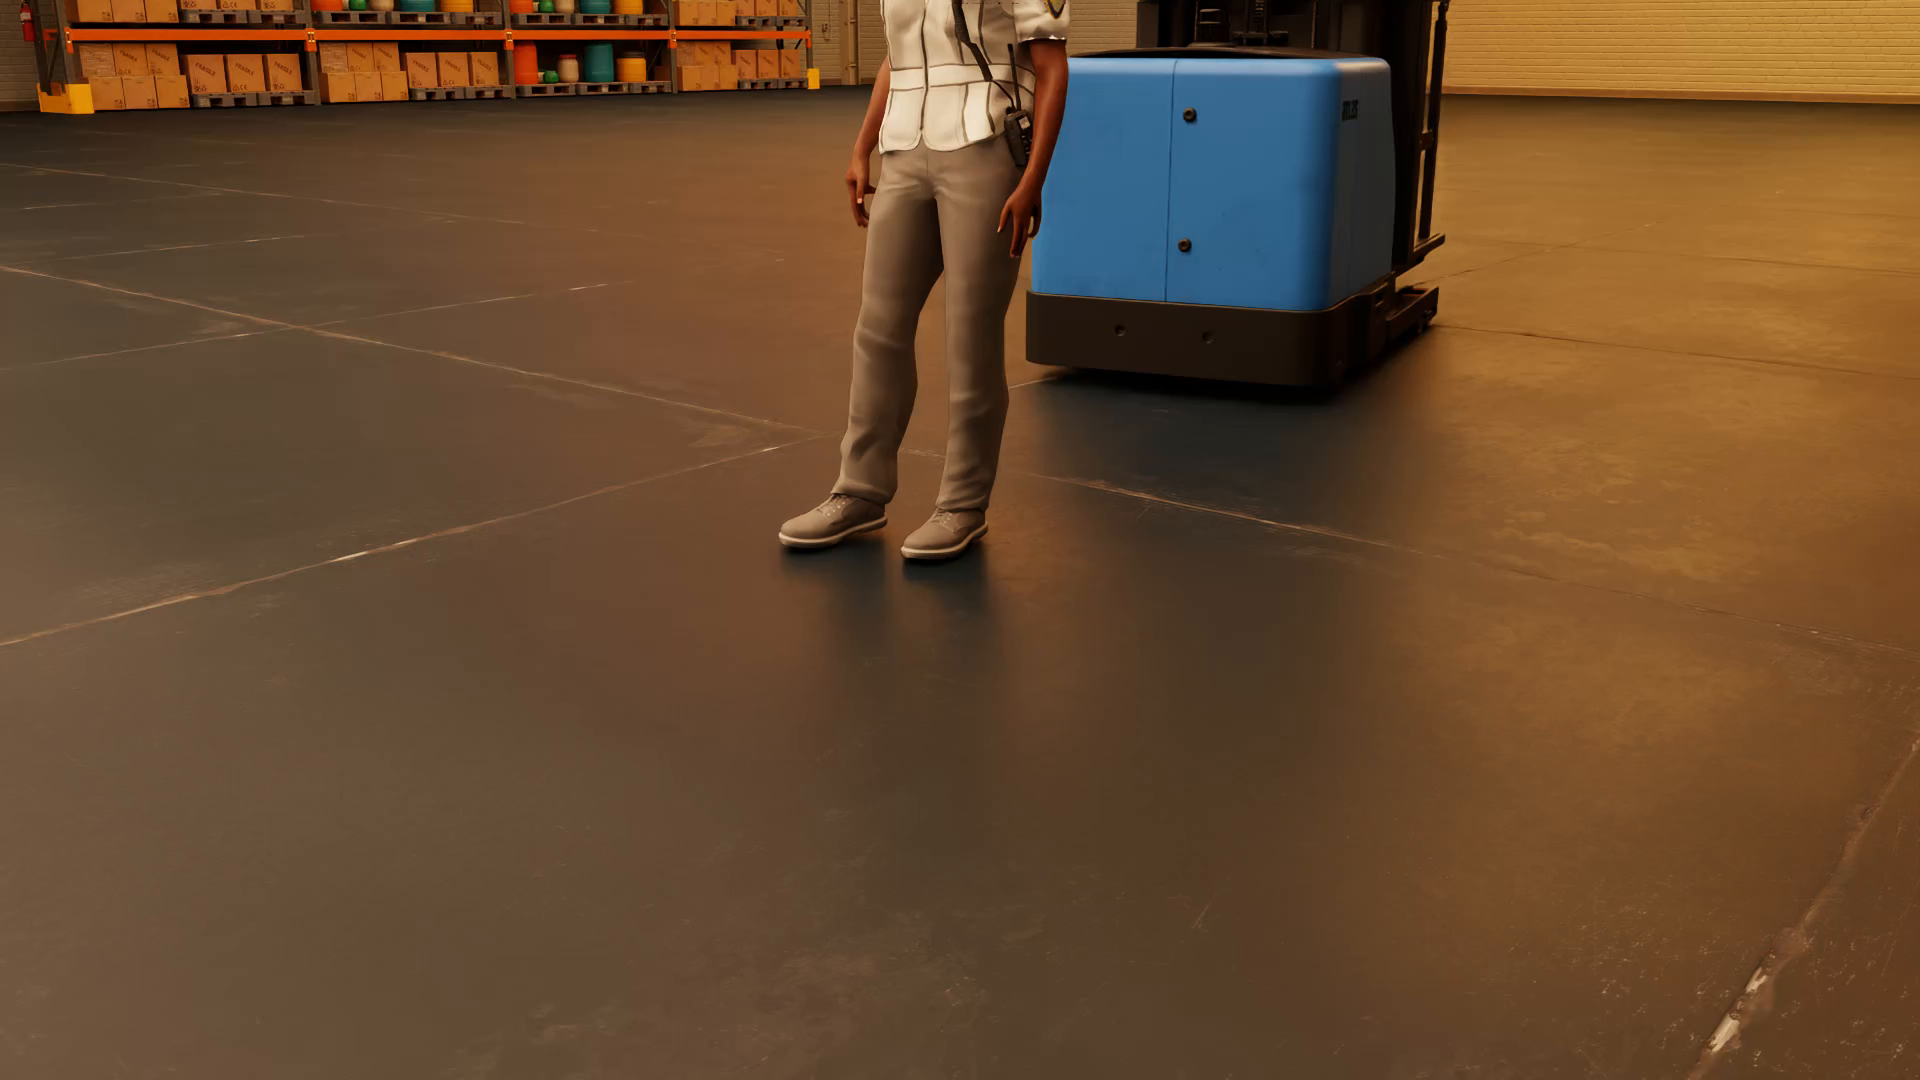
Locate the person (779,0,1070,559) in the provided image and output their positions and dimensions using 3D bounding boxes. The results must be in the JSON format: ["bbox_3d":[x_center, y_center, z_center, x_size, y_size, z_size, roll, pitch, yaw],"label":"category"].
[{"bbox_3d":[-0.063,-0.804,3.650,0.570,1.694,0.528,13,21,37],"label":"person"}]

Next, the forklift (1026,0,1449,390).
[{"bbox_3d":[1.319,-2.274,6.386,1.130,2.935,3.031,8,19,24],"label":"forklift"}]
